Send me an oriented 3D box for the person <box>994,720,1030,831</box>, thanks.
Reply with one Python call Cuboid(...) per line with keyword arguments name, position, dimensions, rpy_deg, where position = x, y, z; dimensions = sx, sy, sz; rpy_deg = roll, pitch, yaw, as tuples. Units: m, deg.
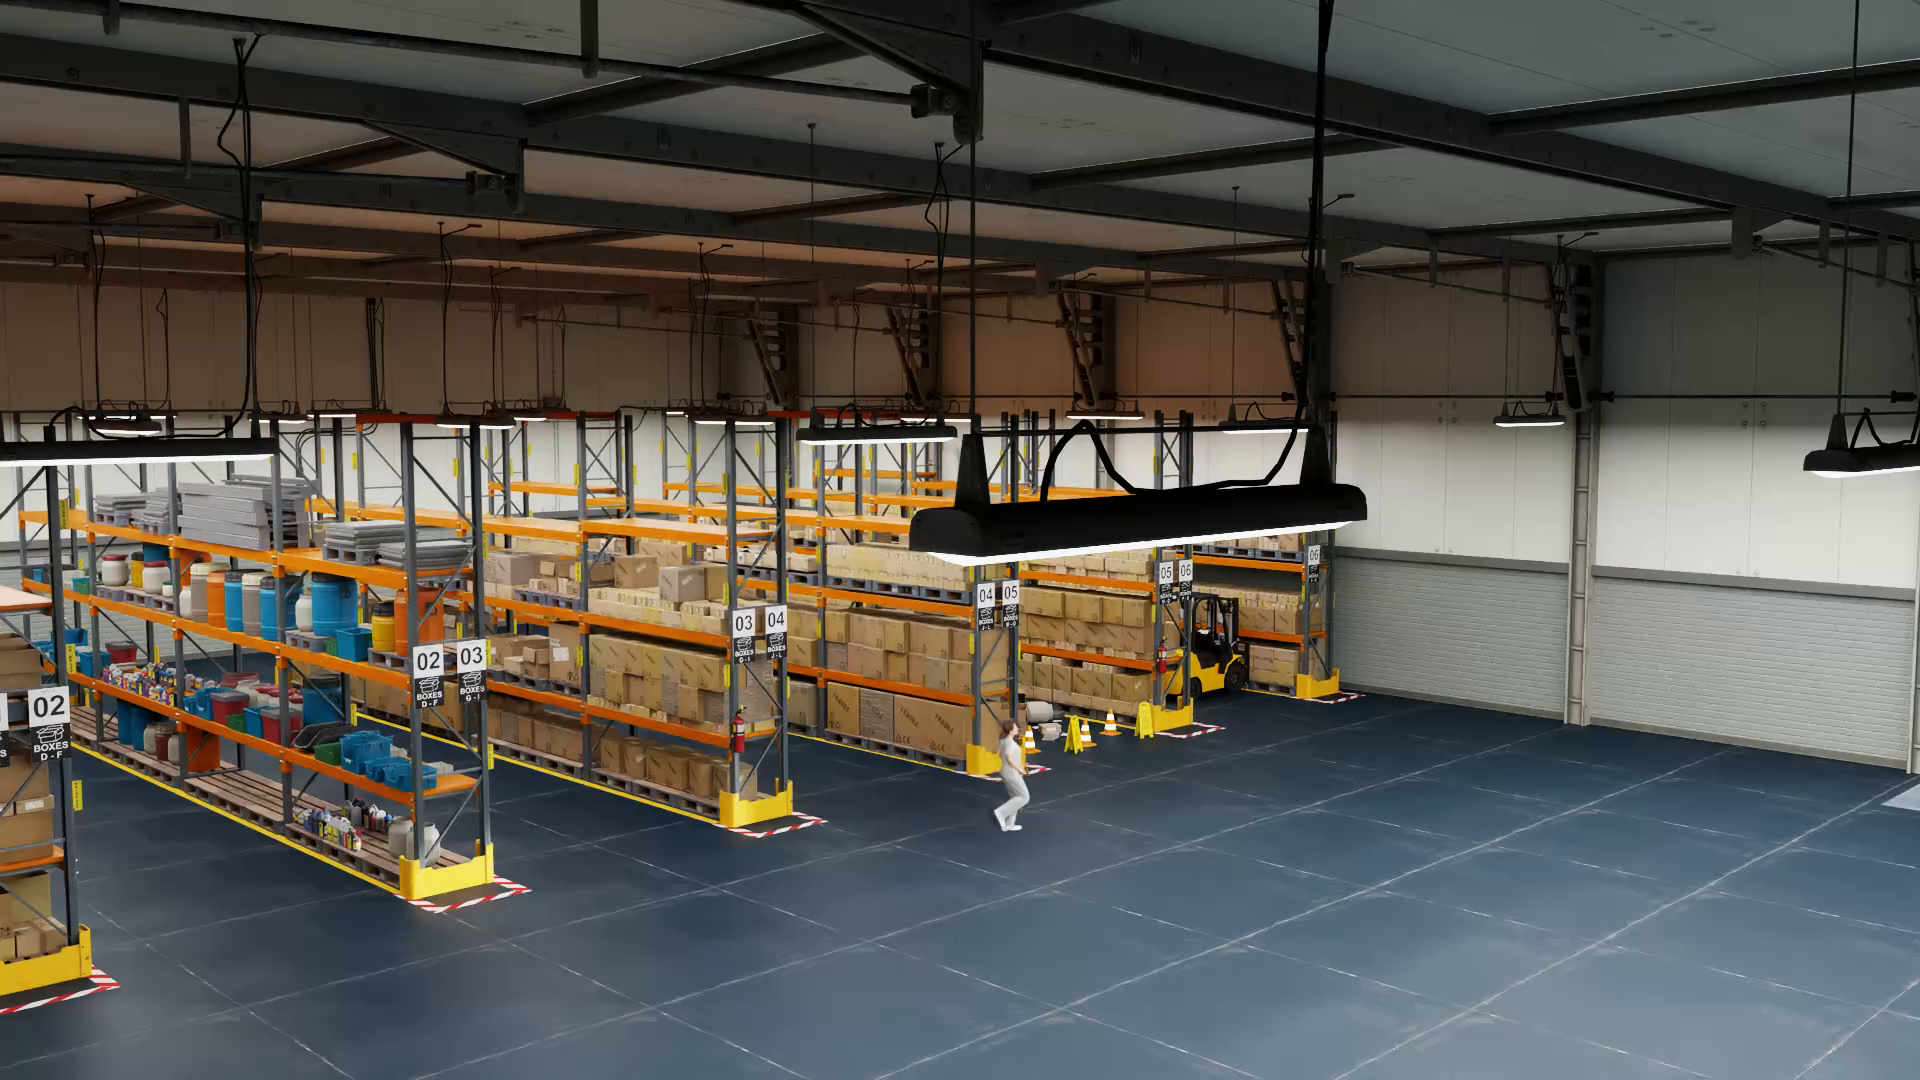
Cuboid(name="person", position=(0.739, 3.419, 24.165), dimensions=(0.546, 1.624, 0.543), rpy_deg=(-2, 5, -17))
